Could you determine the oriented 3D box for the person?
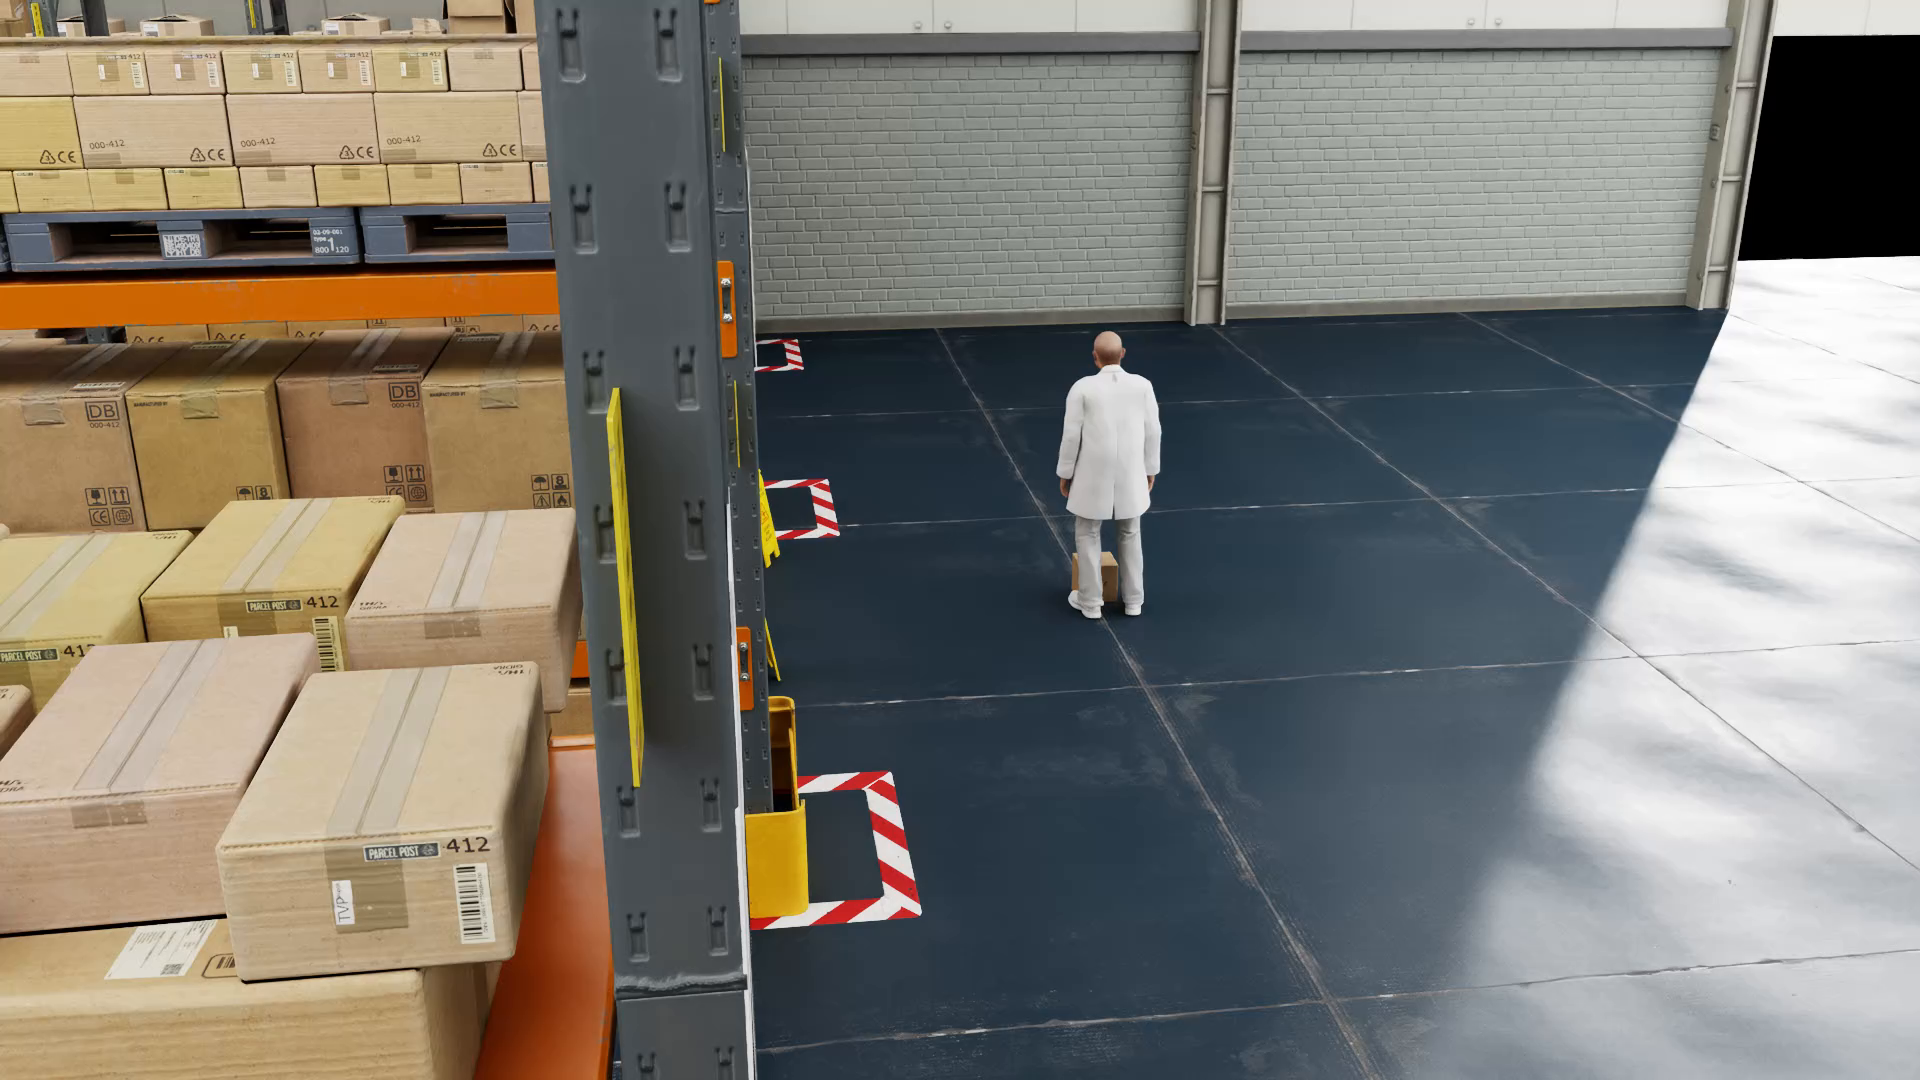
[{"bbox_3d":[0.912,-0.397,10.202,0.644,1.774,0.424,-3,20,-7],"label":"person"}]
